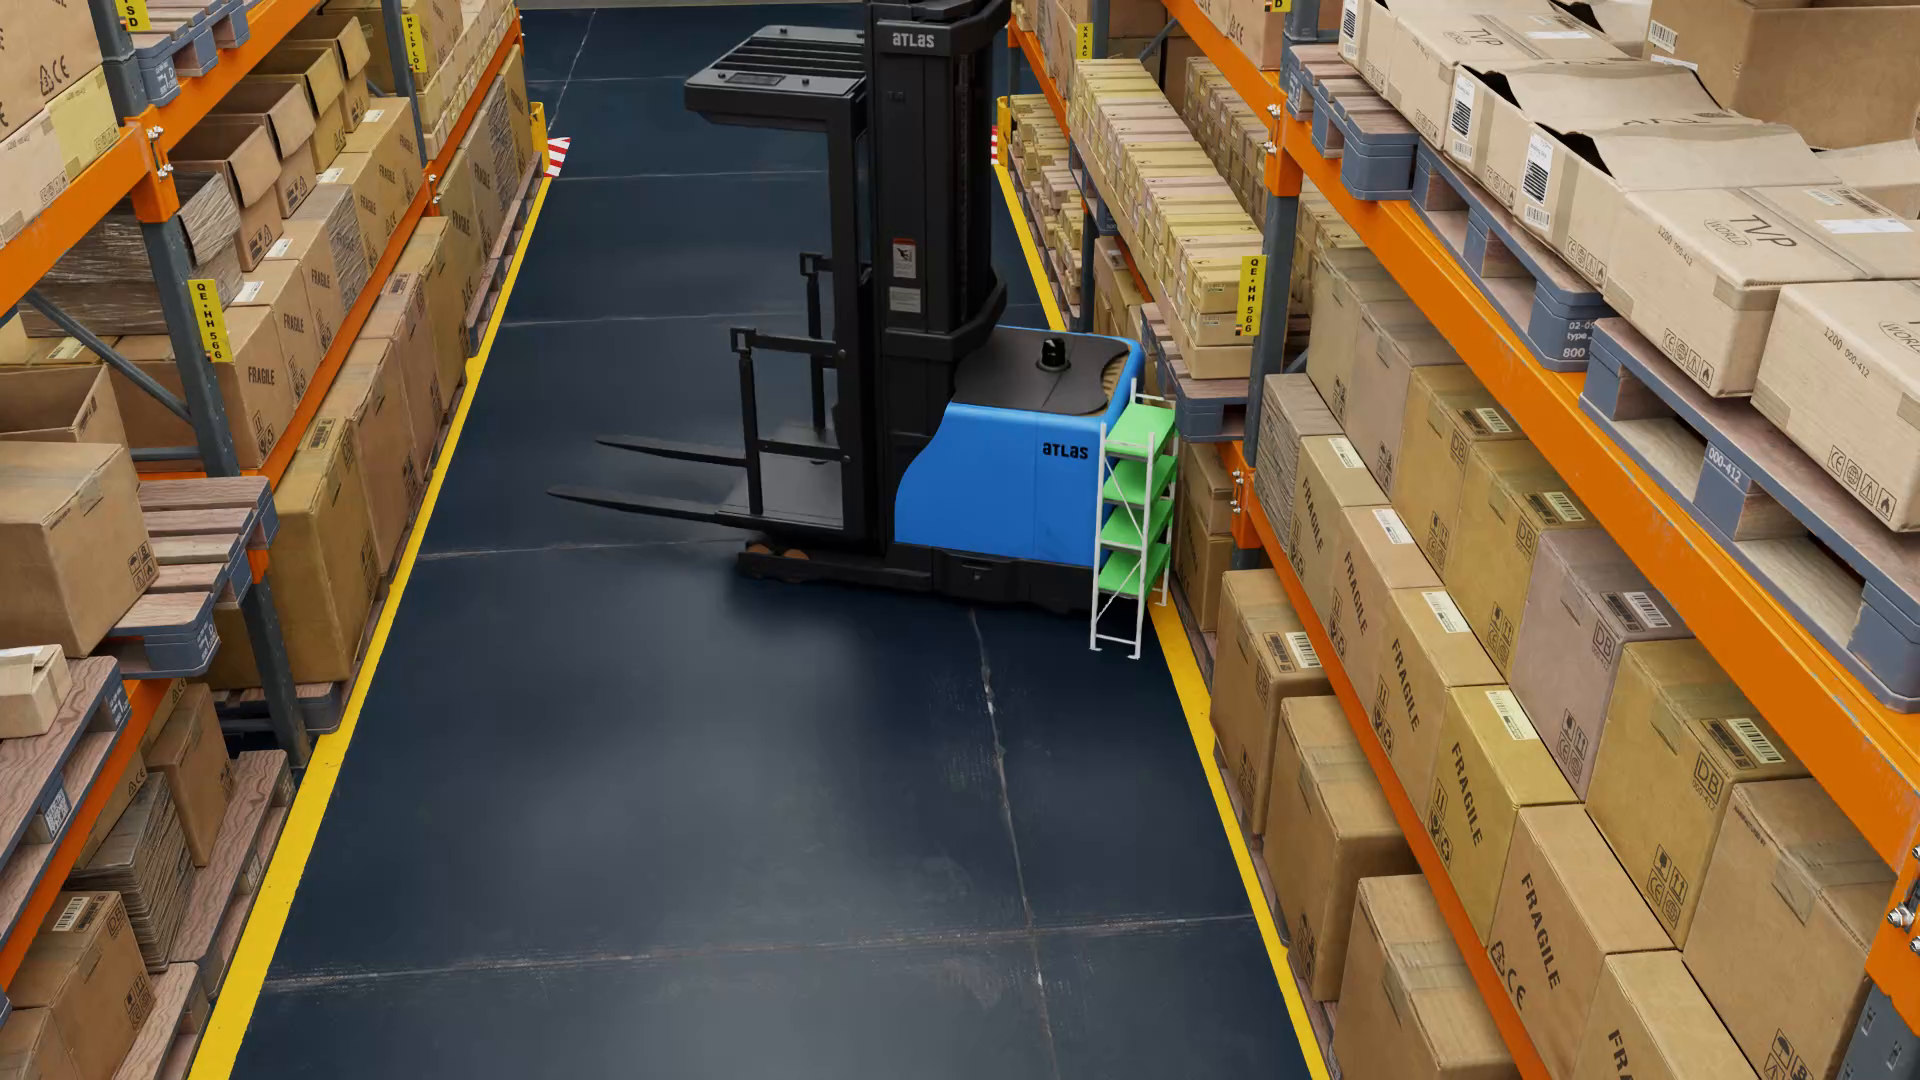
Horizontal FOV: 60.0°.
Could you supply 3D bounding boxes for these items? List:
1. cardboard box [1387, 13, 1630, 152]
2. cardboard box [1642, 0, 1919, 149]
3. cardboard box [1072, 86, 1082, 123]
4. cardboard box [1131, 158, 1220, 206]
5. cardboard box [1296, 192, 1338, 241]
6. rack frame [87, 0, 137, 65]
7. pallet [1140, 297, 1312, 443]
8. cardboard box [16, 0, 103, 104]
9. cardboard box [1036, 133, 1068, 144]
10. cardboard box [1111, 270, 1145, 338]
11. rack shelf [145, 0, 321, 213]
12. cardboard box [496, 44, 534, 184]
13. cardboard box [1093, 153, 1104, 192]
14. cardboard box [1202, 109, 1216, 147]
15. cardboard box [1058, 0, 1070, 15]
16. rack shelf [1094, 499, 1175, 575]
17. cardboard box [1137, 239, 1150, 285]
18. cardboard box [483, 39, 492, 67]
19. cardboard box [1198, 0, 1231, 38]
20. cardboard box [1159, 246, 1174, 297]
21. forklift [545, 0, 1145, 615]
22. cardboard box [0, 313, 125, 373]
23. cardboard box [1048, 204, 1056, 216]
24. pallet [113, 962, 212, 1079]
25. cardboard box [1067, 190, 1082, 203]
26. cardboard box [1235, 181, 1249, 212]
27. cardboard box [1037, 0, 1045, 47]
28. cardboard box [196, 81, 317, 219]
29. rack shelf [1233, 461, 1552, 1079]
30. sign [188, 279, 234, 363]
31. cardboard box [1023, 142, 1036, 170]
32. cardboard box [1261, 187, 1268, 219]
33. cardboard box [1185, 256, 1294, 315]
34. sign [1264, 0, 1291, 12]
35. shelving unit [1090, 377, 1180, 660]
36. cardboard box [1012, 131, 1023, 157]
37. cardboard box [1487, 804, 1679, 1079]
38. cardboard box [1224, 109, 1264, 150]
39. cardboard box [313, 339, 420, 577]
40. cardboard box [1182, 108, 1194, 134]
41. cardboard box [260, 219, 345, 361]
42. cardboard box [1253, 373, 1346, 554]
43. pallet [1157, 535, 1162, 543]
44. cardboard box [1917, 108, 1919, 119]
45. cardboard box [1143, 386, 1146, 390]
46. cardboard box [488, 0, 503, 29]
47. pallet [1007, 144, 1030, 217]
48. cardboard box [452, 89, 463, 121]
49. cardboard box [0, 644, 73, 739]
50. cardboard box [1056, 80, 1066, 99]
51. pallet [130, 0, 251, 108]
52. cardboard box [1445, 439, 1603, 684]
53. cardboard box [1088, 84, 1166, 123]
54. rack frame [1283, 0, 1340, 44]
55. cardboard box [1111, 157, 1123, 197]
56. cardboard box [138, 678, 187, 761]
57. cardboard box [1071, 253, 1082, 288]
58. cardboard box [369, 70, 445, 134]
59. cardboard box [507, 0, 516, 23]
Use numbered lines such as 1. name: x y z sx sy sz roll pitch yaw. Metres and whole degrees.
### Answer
1. cardboard box: 1.544 -1.307 4.727 0.500 0.250 0.500 -2 31 -3
2. cardboard box: 2.090 -1.176 4.265 0.500 0.500 0.500 -3 31 -5
3. cardboard box: 0.854 -2.516 9.582 0.380 0.149 0.250 -2 31 -4
4. cardboard box: 1.028 -1.713 7.948 0.380 0.149 0.250 -1 31 -2
5. cardboard box: 1.728 -1.467 7.537 0.380 0.149 0.250 -4 31 -7
6. rack frame: -3.299 -2.886 4.806 1.000 3.000 0.127 -3 31 -5
7. pallet: 1.476 -0.773 7.306 1.213 0.211 1.003 -3 31 -5
8. cardboard box: -3.006 -1.624 5.034 0.500 0.500 0.500 -2 31 -3
9. cardboard box: 0.775 -2.974 12.595 0.380 0.149 0.250 -2 31 -3
10. cardboard box: 1.133 -1.306 9.308 0.500 0.250 0.500 -2 31 -3
11. rack shelf: -3.486 -2.310 7.469 1.077 0.370 4.000 -3 31 -5
12. cardboard box: -3.907 -3.340 13.079 0.875 0.875 0.875 -3 31 -5
13. cardboard box: 0.927 -1.991 8.993 0.380 0.149 0.250 -2 31 -4
14. cardboard box: 1.555 -2.284 9.194 0.380 0.149 0.250 -1 31 -2
15. cardboard box: 0.908 -3.629 10.538 0.500 0.500 0.500 -4 31 -6
16. rack shelf: 0.818 -0.039 7.769 0.258 0.148 0.480 11 33 18
17. cardboard box: 1.053 -1.322 7.873 0.380 0.149 0.250 -4 31 -7
18. cardboard box: -3.564 -3.467 11.875 0.380 0.149 0.250 -3 31 -4
19. cardboard box: 1.282 -2.361 6.755 0.500 0.500 0.500 -3 31 -5
20. cardboard box: 1.095 -1.197 7.375 0.380 0.149 0.250 -2 31 -3
21. forklift: -0.633 -1.295 8.059 3.031 2.935 1.130 7 32 12
22. cardboard box: -3.592 -0.593 6.721 0.500 0.500 0.500 -2 31 -3
23. cardboard box: 0.845 -2.344 12.119 0.380 0.149 0.250 -2 31 -4
24. pallet: -3.117 1.907 5.351 1.003 0.211 1.213 -3 31 -5
25. cardboard box: 0.942 -2.311 11.485 0.380 0.149 0.250 -2 31 -3
26. cardboard box: 1.634 -1.753 8.595 0.380 0.149 0.250 -1 31 -2
27. cardboard box: 0.830 -3.726 11.676 0.500 0.500 0.500 -4 31 -6
28. cardboard box: -3.479 -1.833 7.818 0.797 0.503 0.637 -2 31 -3
29. rack shelf: 1.835 0.833 5.131 1.077 0.370 4.000 -3 31 -5
30. sign: -2.760 -0.804 6.120 0.100 0.325 0.005 -3 31 -5
31. cardboard box: 0.691 -2.986 12.904 0.380 0.149 0.250 -2 31 -3
32. cardboard box: 1.681 -1.610 8.066 0.380 0.149 0.250 -3 31 -5
33. cardboard box: 1.146 -1.053 6.842 0.380 0.149 0.250 -4 31 -7
34. sign: 1.108 -1.981 5.713 0.100 0.325 0.005 -3 31 -5
35. shelving unit: 0.818 -0.093 7.736 0.258 1.200 0.503 11 33 18
36. cardboard box: 0.631 -3.254 13.644 0.380 0.149 0.250 -2 31 -4
37. cardboard box: 1.660 0.991 4.068 0.500 0.500 0.500 -3 31 -5
38. cardboard box: 1.599 -2.142 8.666 0.380 0.149 0.250 -4 31 -6
39. cardboard box: -3.419 -0.387 8.136 1.225 0.875 0.875 -3 31 -4
40. cardboard box: 1.509 -2.418 9.708 0.380 0.149 0.250 -3 31 -6
41. cardboard box: -3.176 -1.139 7.635 0.500 0.500 0.500 -3 31 -5
42. cardboard box: 1.422 -0.297 6.225 0.500 0.500 0.500 -2 31 -4
43. pallet: 1.466 -0.320 9.080 1.003 0.211 1.213 -3 31 -5
44. cardboard box: 5.954 -2.740 10.070 0.500 0.250 0.500 -4 31 -6
45. cardboard box: 1.193 -0.719 9.057 0.500 0.500 0.500 -2 31 -4
46. cardboard box: -3.690 -3.964 12.318 0.500 0.250 0.500 -3 31 -5
47. pallet: 0.949 -2.929 13.447 1.003 0.211 1.213 -3 31 -5
48. cardboard box: -3.445 -2.815 10.782 0.380 0.149 0.250 -4 31 -6
49. cardboard box: -2.875 0.405 4.868 0.396 0.266 0.258 -4 31 -6
50. cardboard box: 0.862 -3.101 11.262 0.380 0.149 0.250 -4 31 -7
51. pallet: -3.412 -1.843 6.170 1.213 0.211 1.003 -1 31 -2
52. cardboard box: 1.827 0.042 4.682 0.700 0.500 0.500 -3 31 -5
53. cardboard box: 0.907 -2.370 9.049 0.380 0.149 0.250 -2 31 -4
54. rack frame: 1.648 -3.072 5.118 1.000 3.000 0.127 -3 31 -5
55. cardboard box: 0.981 -1.846 8.461 0.380 0.149 0.250 -3 31 -5
56. cardboard box: -3.207 0.593 6.110 0.500 0.250 0.500 -2 31 -3
57. cardboard box: 0.929 -1.768 10.866 0.380 0.149 0.250 -2 31 -4
58. cardboard box: -3.456 -2.668 10.148 0.500 0.250 0.500 -3 31 -5
59. cardboard box: -3.686 -4.121 12.969 0.380 0.149 0.250 -2 31 -4
